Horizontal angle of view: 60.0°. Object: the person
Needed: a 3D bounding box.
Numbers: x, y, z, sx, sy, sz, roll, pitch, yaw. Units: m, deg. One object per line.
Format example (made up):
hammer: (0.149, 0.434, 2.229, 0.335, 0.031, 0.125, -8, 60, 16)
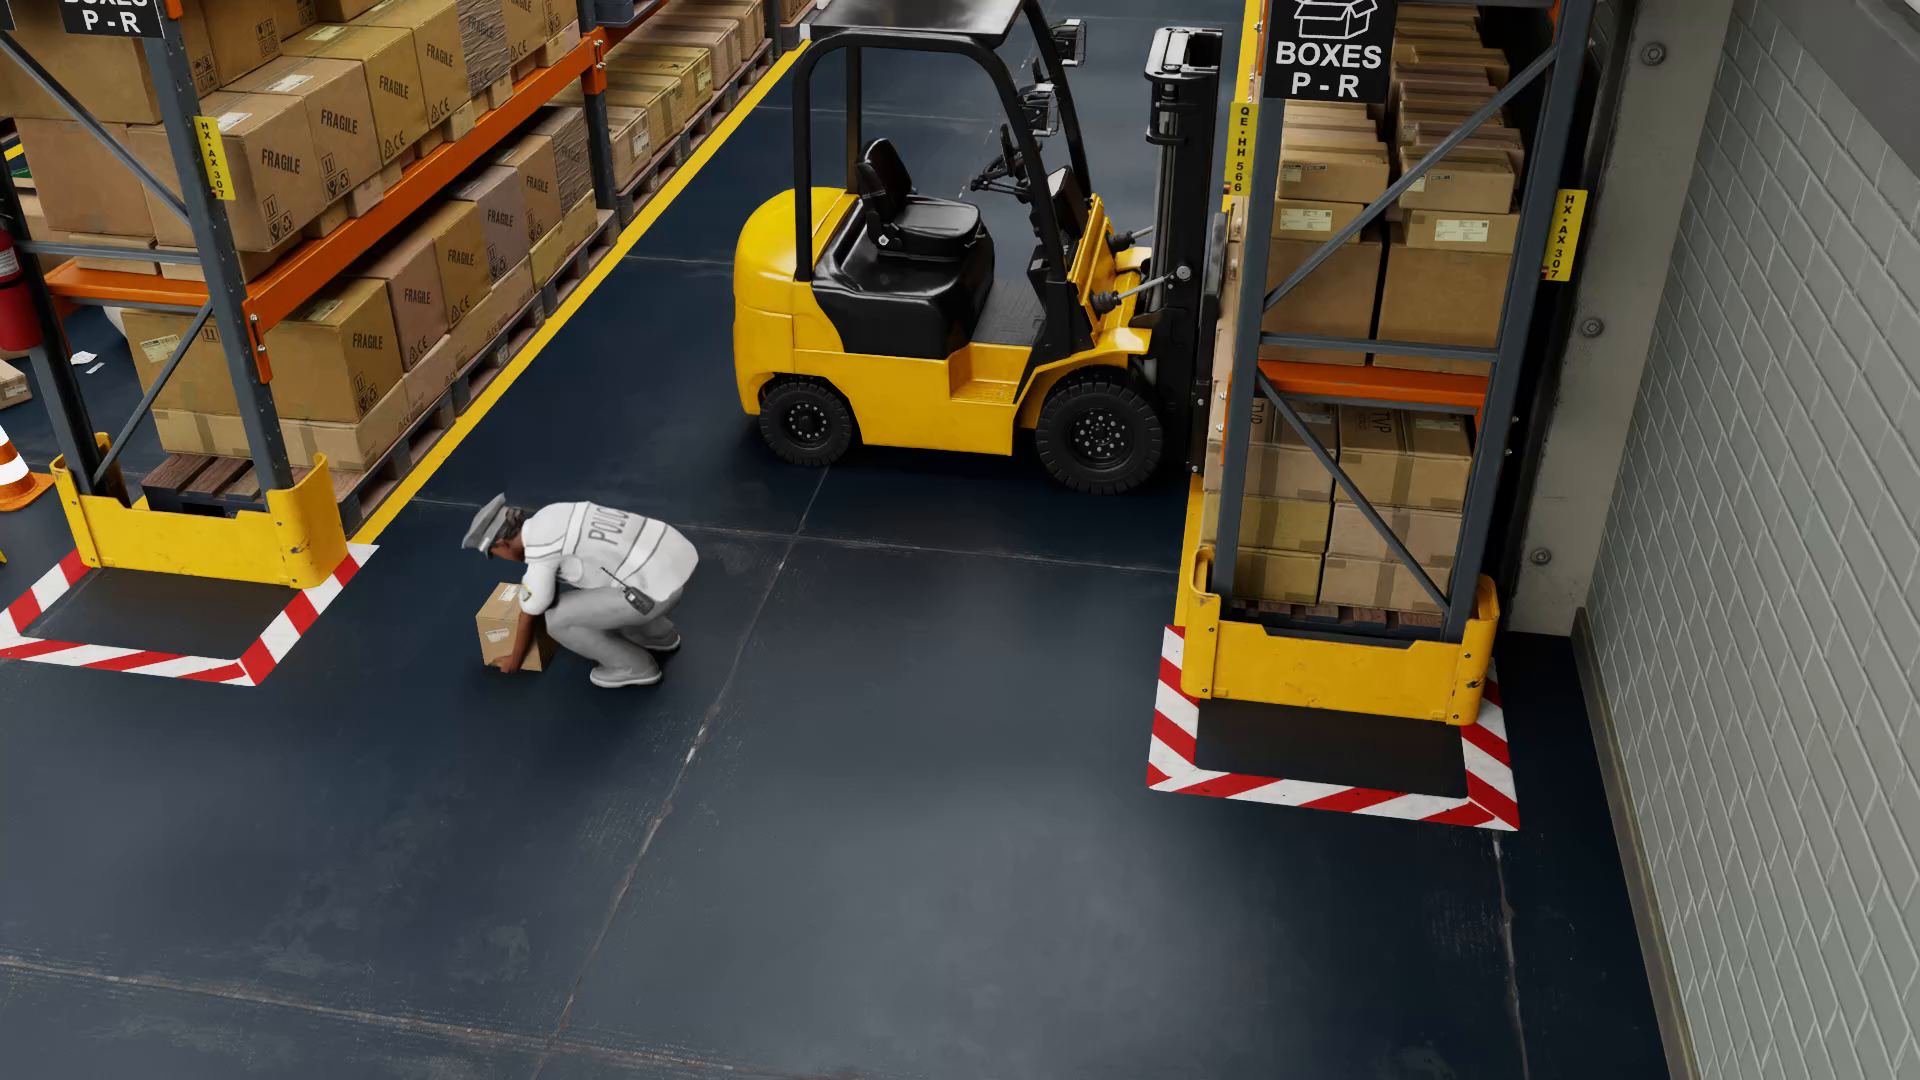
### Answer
person: (-1.512, 0.188, 6.713, 0.911, 0.807, 0.464, 5, 33, 7)
